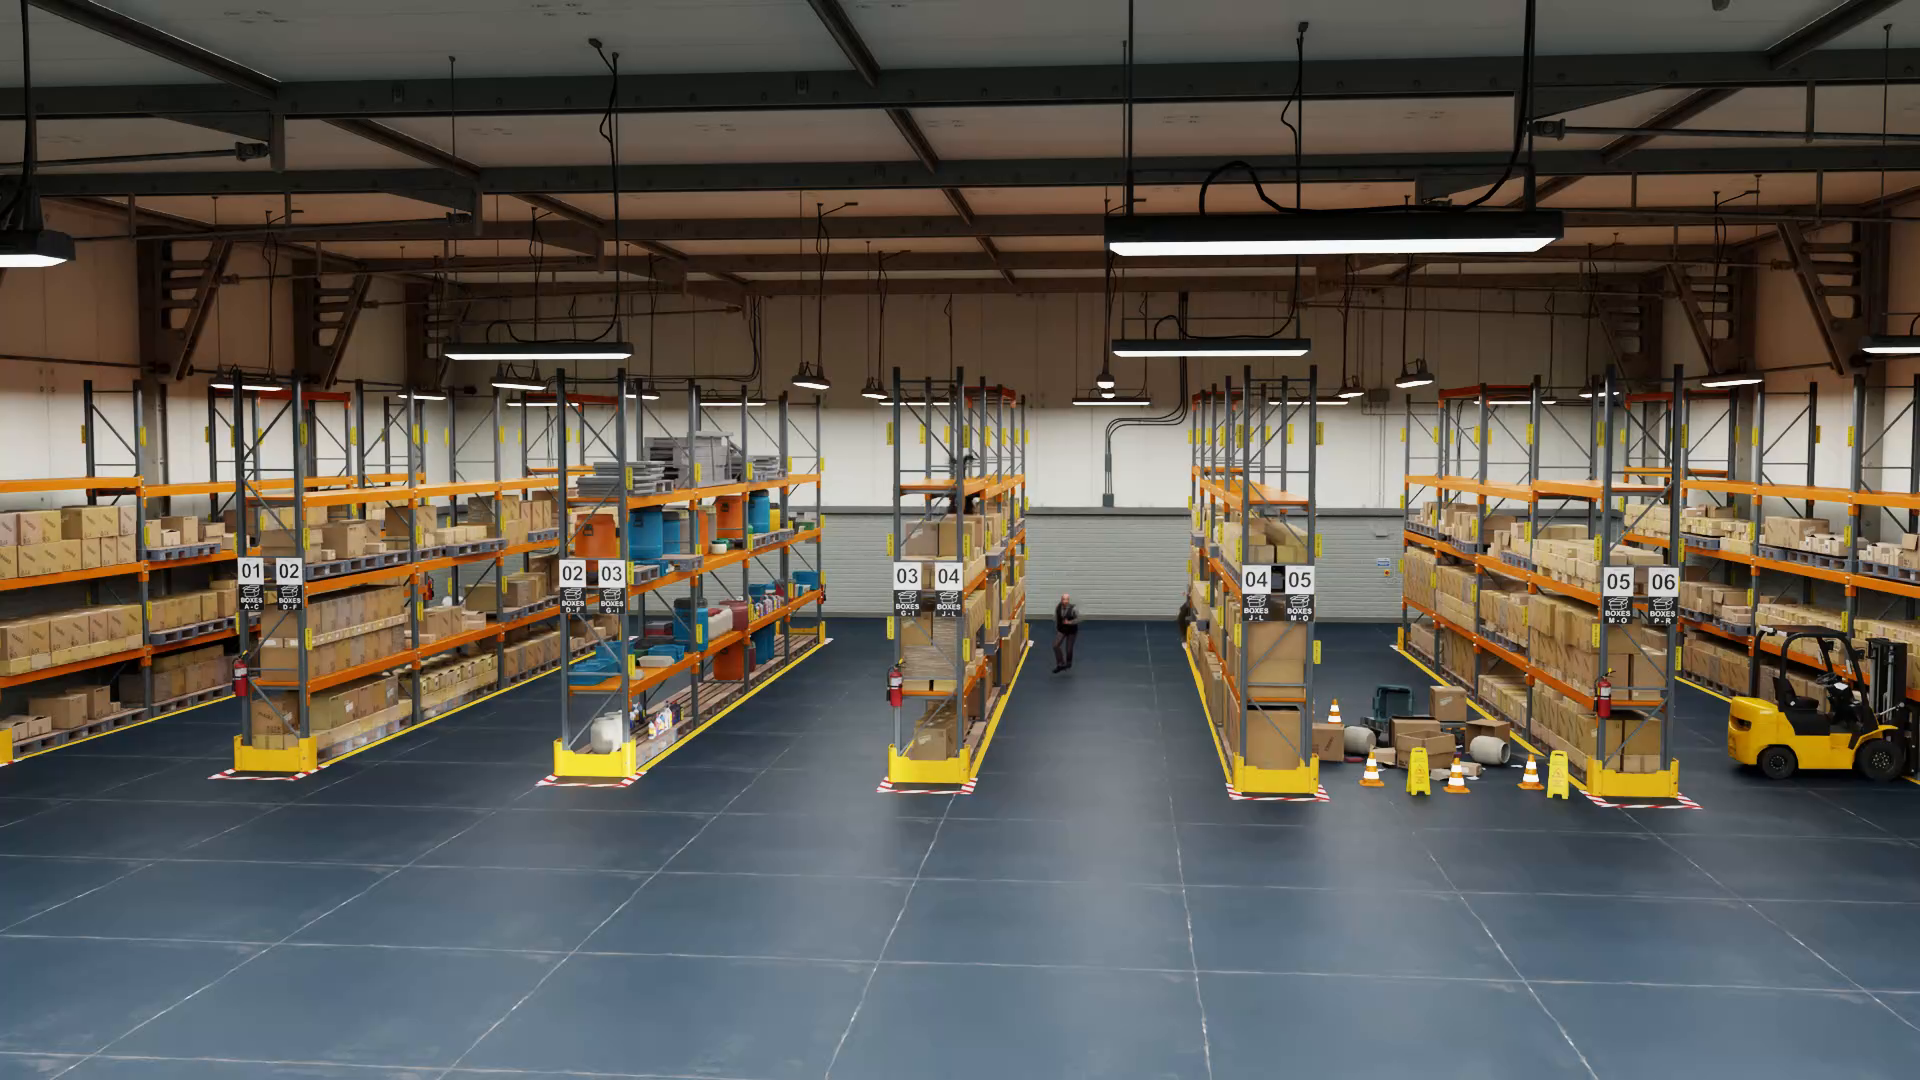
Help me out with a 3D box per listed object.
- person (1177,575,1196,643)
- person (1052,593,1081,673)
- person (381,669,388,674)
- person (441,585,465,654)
[{"bbox_3d":[5.705,1.631,40.389,0.754,1.810,0.695,-1,4,-22],"label":"person"},{"bbox_3d":[2.224,1.898,34.145,0.627,1.640,0.964,1,4,19],"label":"person"},{"bbox_3d":[-11.477,2.223,32.570,0.619,1.518,0.896,-1,4,-13],"label":"person"},{"bbox_3d":[-11.337,1.851,37.263,0.552,1.733,0.813,1,4,10],"label":"person"}]
